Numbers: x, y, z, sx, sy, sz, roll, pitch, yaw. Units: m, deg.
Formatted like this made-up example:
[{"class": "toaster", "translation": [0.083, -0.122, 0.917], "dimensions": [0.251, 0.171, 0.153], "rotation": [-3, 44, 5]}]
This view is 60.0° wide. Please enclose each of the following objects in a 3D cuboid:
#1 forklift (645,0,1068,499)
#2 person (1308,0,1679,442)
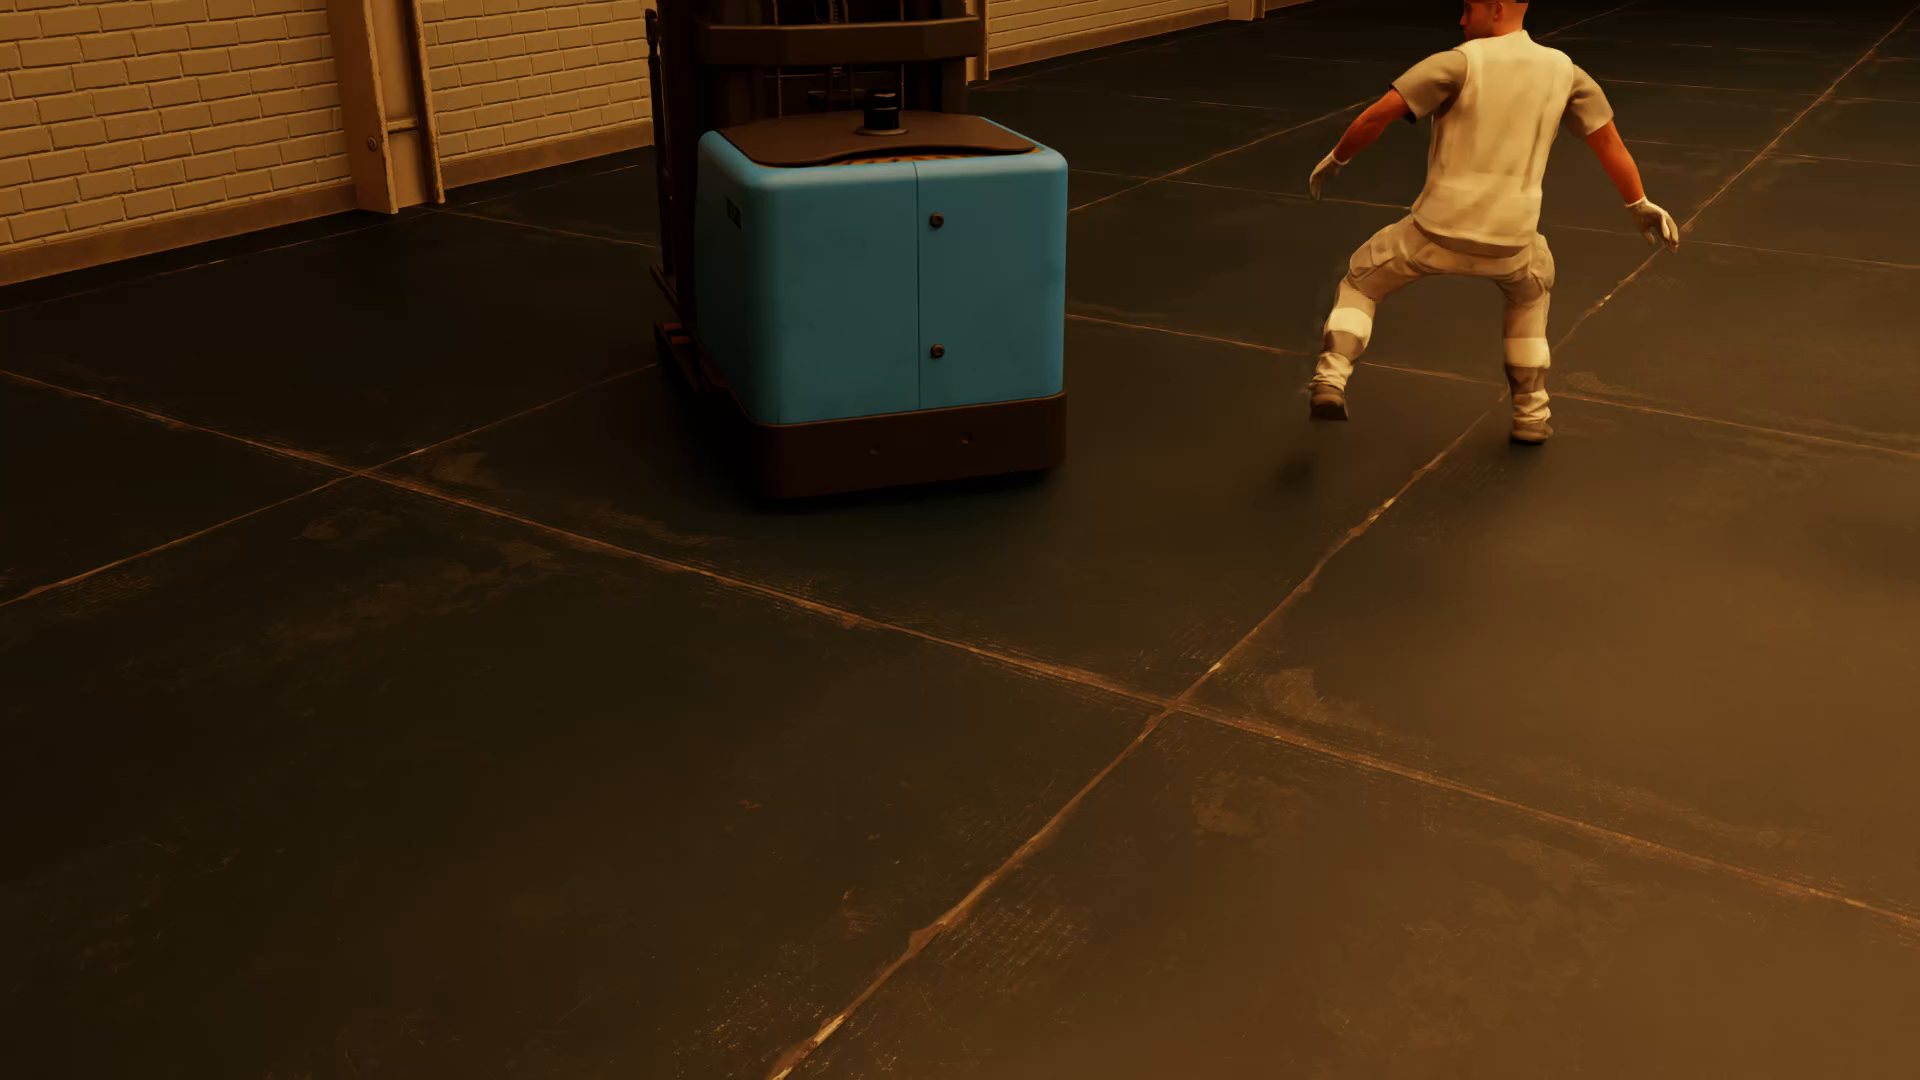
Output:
[{"class": "forklift", "translation": [-0.596, -2.027, 6.049], "dimensions": [1.130, 2.935, 3.031], "rotation": [-7, 24, -17]}, {"class": "person", "translation": [1.761, -1.062, 5.534], "dimensions": [1.189, 1.663, 0.510], "rotation": [1, 23, 1]}]
